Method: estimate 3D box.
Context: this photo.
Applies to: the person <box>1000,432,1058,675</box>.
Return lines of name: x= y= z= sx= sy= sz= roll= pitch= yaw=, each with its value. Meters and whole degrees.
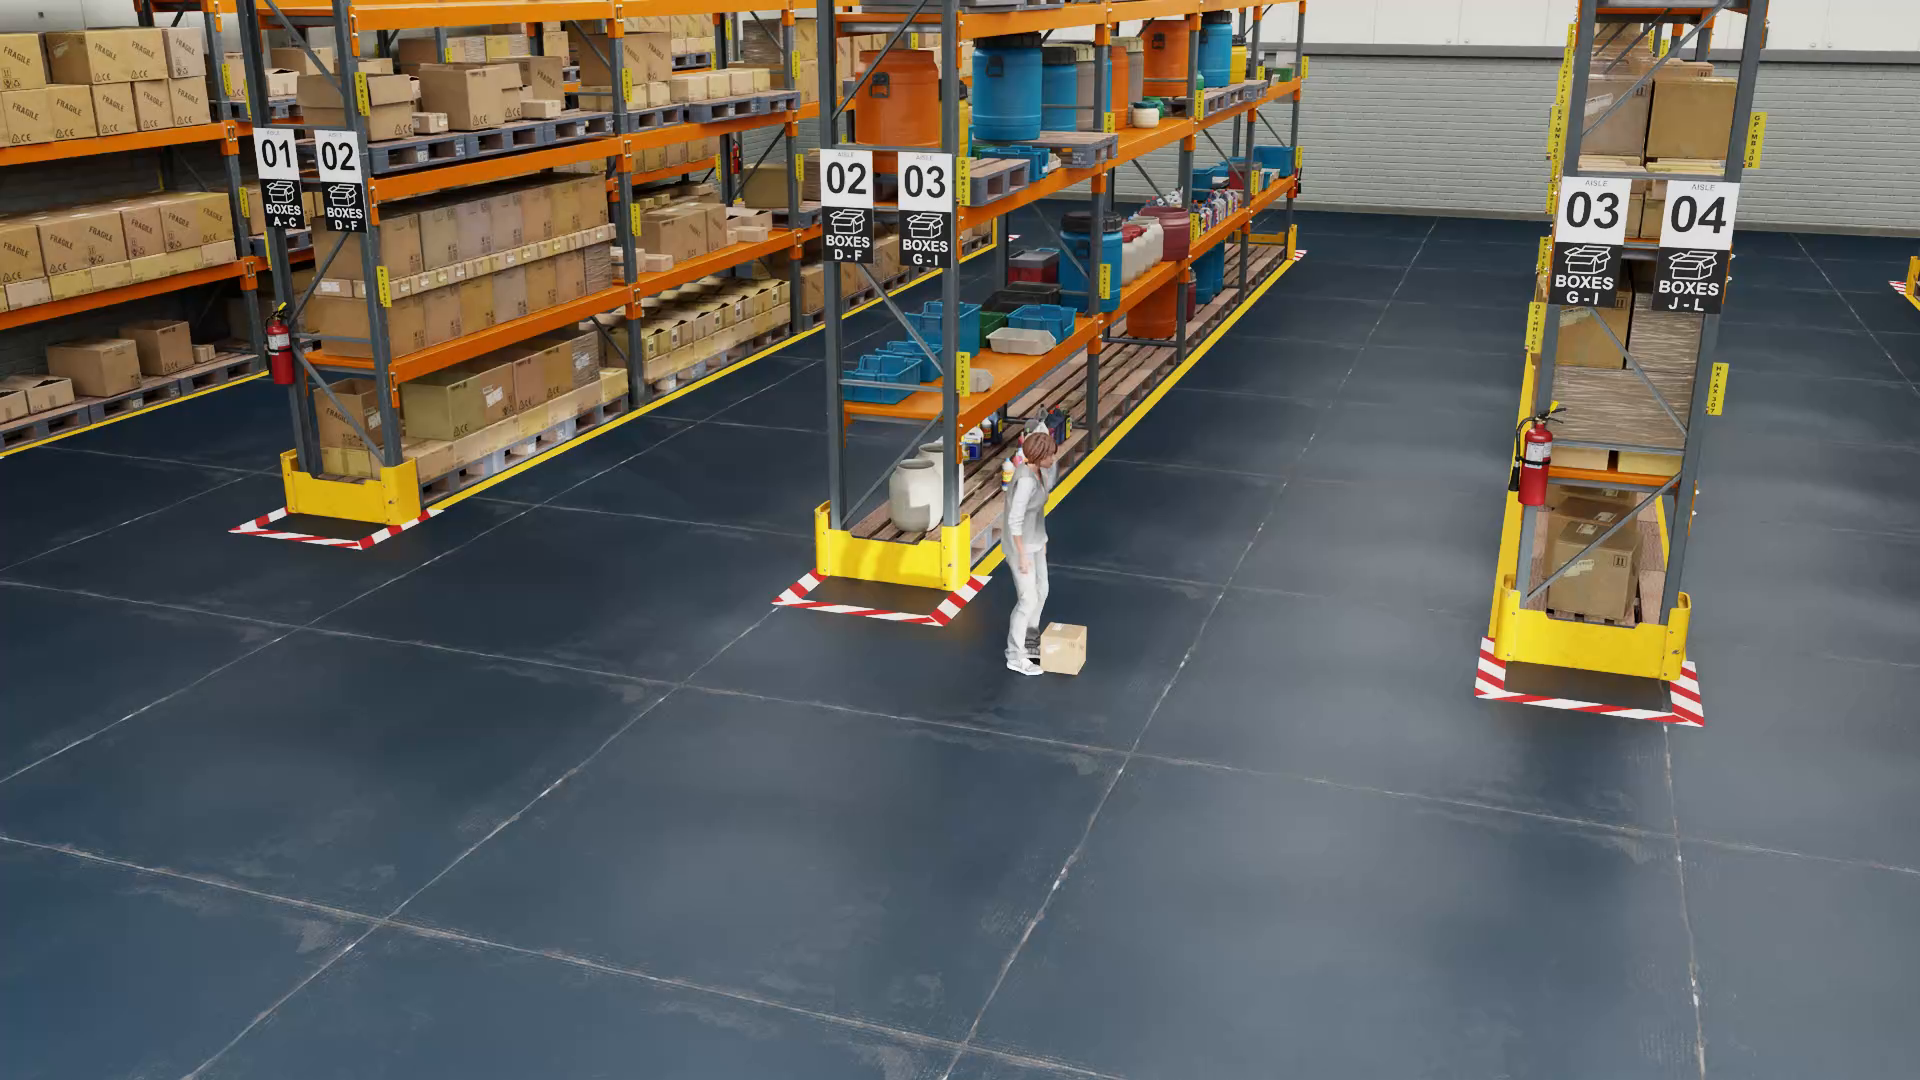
person: x=0.461 y=0.066 z=10.892 sx=0.373 sy=1.591 sz=0.460 roll=6 pitch=20 yaw=17
